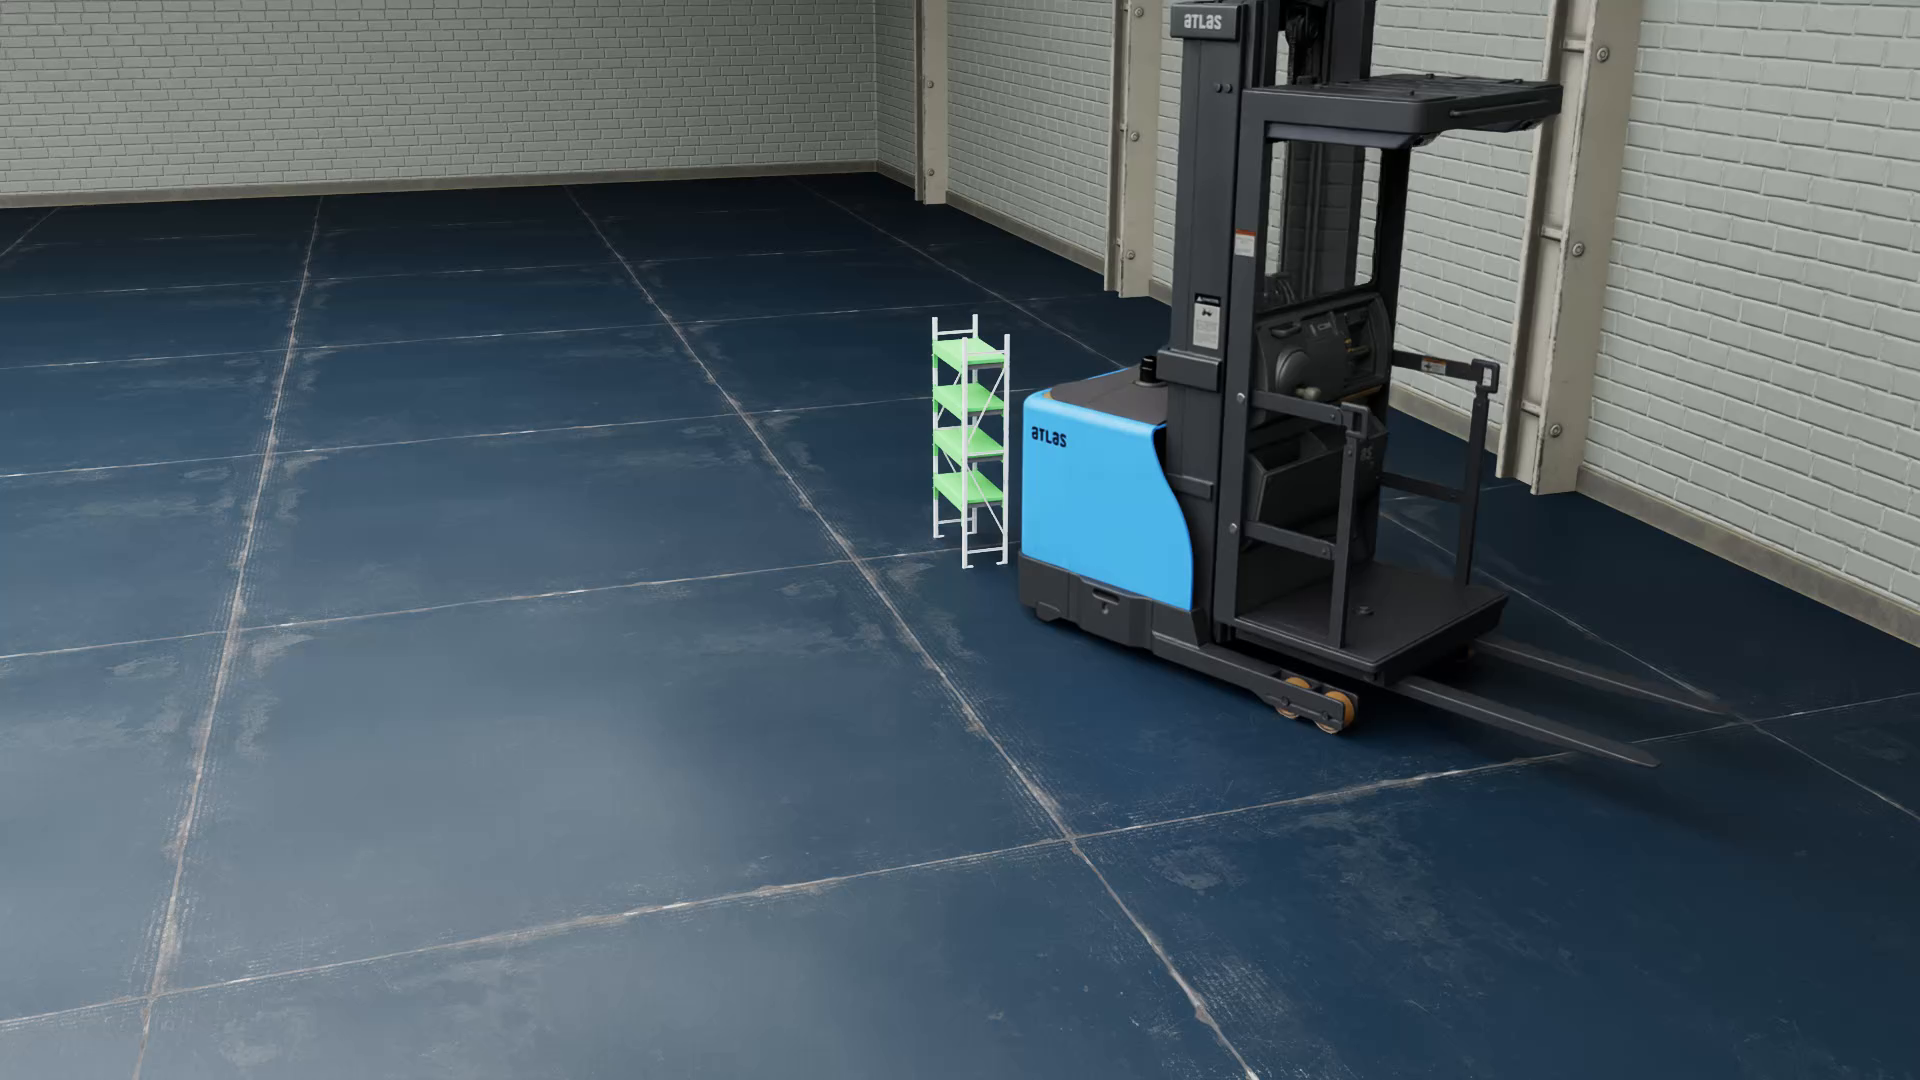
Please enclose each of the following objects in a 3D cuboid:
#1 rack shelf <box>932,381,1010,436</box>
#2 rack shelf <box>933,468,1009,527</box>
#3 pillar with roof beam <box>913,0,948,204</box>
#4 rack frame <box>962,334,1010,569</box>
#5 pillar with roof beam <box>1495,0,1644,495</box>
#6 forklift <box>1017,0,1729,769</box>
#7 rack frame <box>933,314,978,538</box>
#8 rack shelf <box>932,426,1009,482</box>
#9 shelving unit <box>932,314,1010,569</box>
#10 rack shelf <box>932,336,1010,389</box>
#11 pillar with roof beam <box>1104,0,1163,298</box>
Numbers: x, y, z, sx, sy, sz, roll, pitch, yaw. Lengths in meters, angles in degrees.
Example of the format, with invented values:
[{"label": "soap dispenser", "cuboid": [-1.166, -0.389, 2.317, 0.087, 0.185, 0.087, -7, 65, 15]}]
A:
[{"label": "rack shelf", "cuboid": [0.052, -0.677, 8.506, 0.258, 0.148, 0.480, -6, 21, -17]}, {"label": "rack shelf", "cuboid": [0.052, -0.226, 8.669, 0.258, 0.148, 0.480, -6, 21, -17]}, {"label": "pillar with roof beam", "cuboid": [-4.437, -7.968, 17.788, 9.100, 9.000, 0.400, -6, 21, -17]}, {"label": "rack frame", "cuboid": [0.129, -0.433, 8.348, 0.240, 1.200, 0.015, -6, 21, -17]}, {"label": "pillar with roof beam", "cuboid": [-0.666, -4.117, 7.067, 9.100, 9.000, 0.400, -6, 21, -17]}, {"label": "forklift", "cuboid": [1.670, -0.794, 6.791, 1.130, 2.935, 3.031, -19, 27, -42]}, {"label": "rack frame", "cuboid": [-0.025, -0.590, 8.784, 0.240, 1.200, 0.015, -6, 21, -17]}, {"label": "rack shelf", "cuboid": [0.052, -0.451, 8.587, 0.258, 0.148, 0.480, -6, 21, -17]}, {"label": "shelving unit", "cuboid": [0.052, -0.512, 8.566, 0.258, 1.200, 0.503, -6, 21, -17]}, {"label": "rack shelf", "cuboid": [0.052, -0.903, 8.425, 0.258, 0.148, 0.480, -6, 21, -17]}, {"label": "pillar with roof beam", "cuboid": [-2.551, -6.043, 12.428, 9.100, 9.000, 0.400, -6, 21, -17]}]
